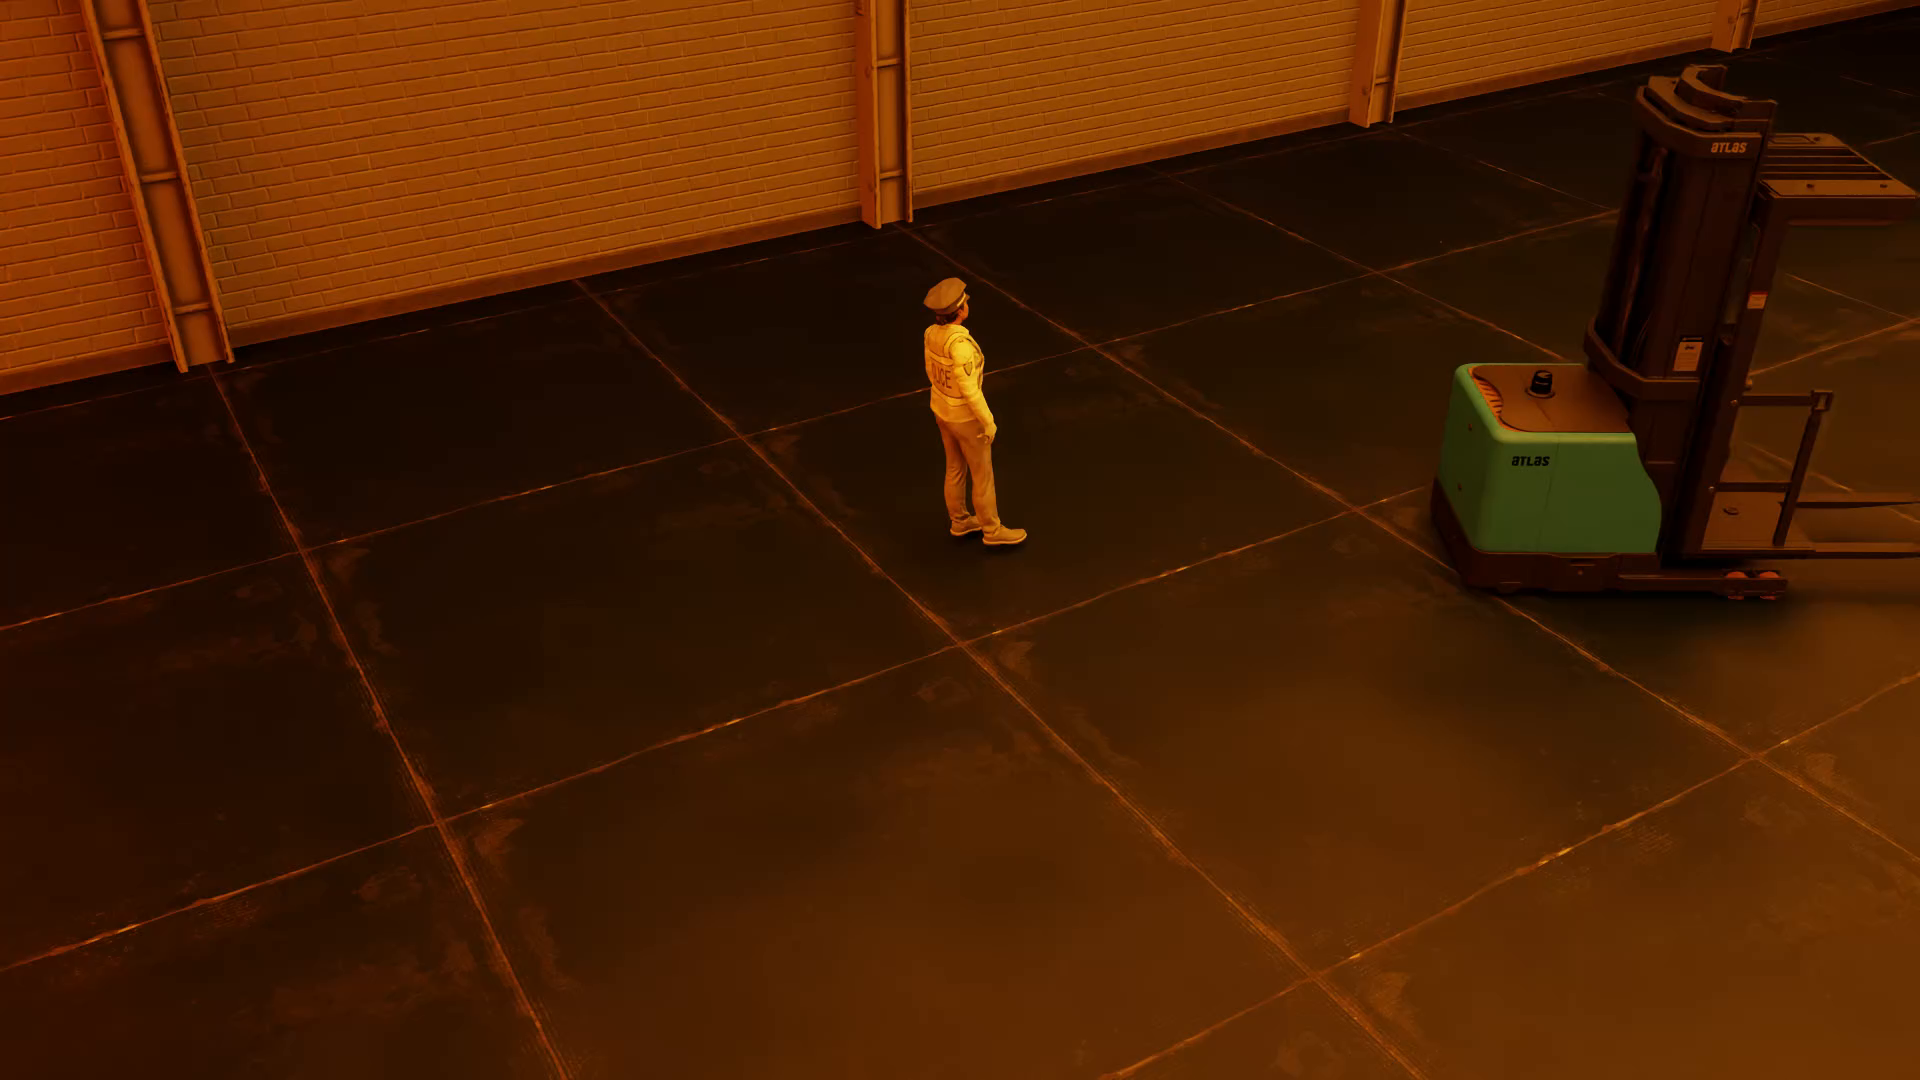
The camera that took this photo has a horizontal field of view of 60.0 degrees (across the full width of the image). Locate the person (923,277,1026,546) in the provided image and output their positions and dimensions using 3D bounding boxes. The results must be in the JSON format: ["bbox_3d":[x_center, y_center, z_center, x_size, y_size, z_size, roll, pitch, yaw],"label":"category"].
[{"bbox_3d":[0.062,-0.783,10.066,0.531,1.695,0.587,-17,35,-26],"label":"person"}]

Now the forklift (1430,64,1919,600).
[{"bbox_3d":[4.535,-1.176,9.611,3.031,2.935,1.130,0,31,0],"label":"forklift"}]
